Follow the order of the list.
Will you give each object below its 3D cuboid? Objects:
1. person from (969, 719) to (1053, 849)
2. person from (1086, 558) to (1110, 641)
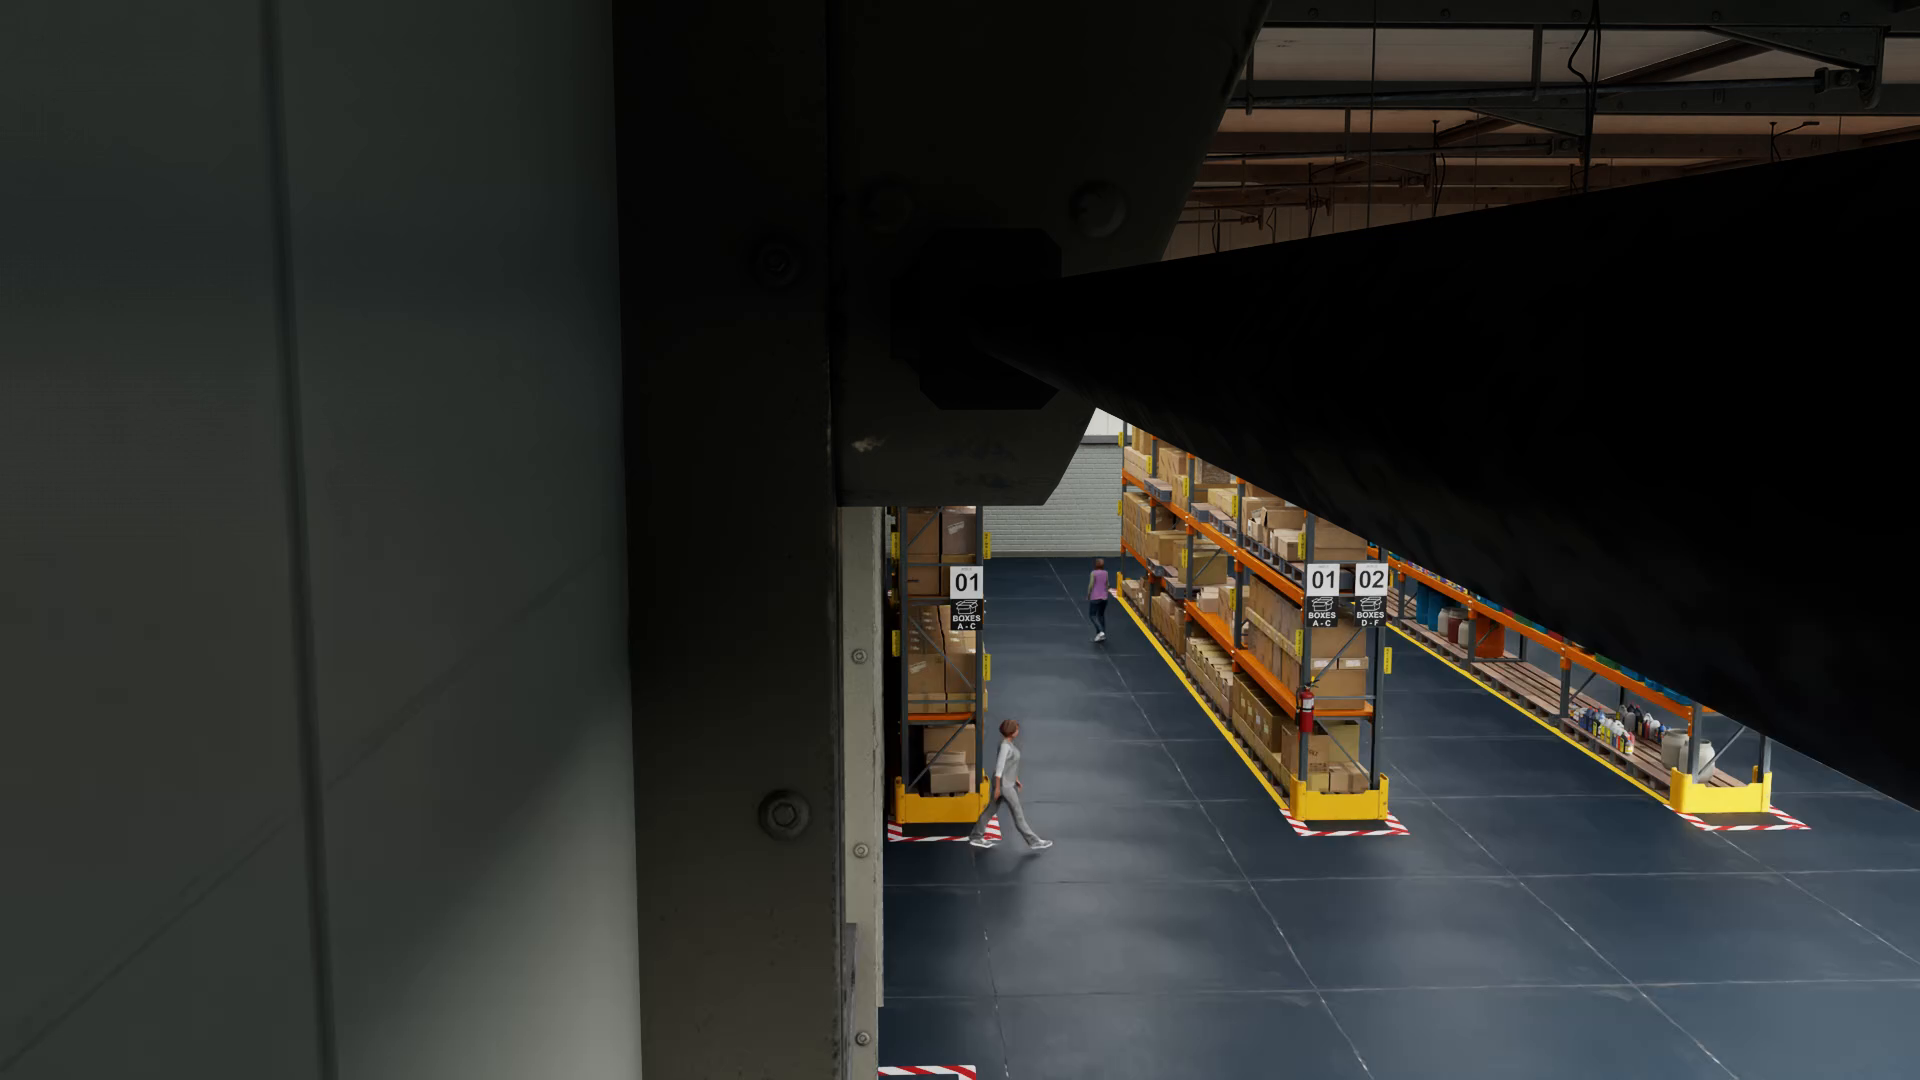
[{"bbox_3d":[0.593,2.838,19.363,0.951,1.539,0.441,0,8,-3],"label":"person"},{"bbox_3d":[2.661,1.141,31.481,0.473,1.575,0.566,-4,9,-26],"label":"person"}]
